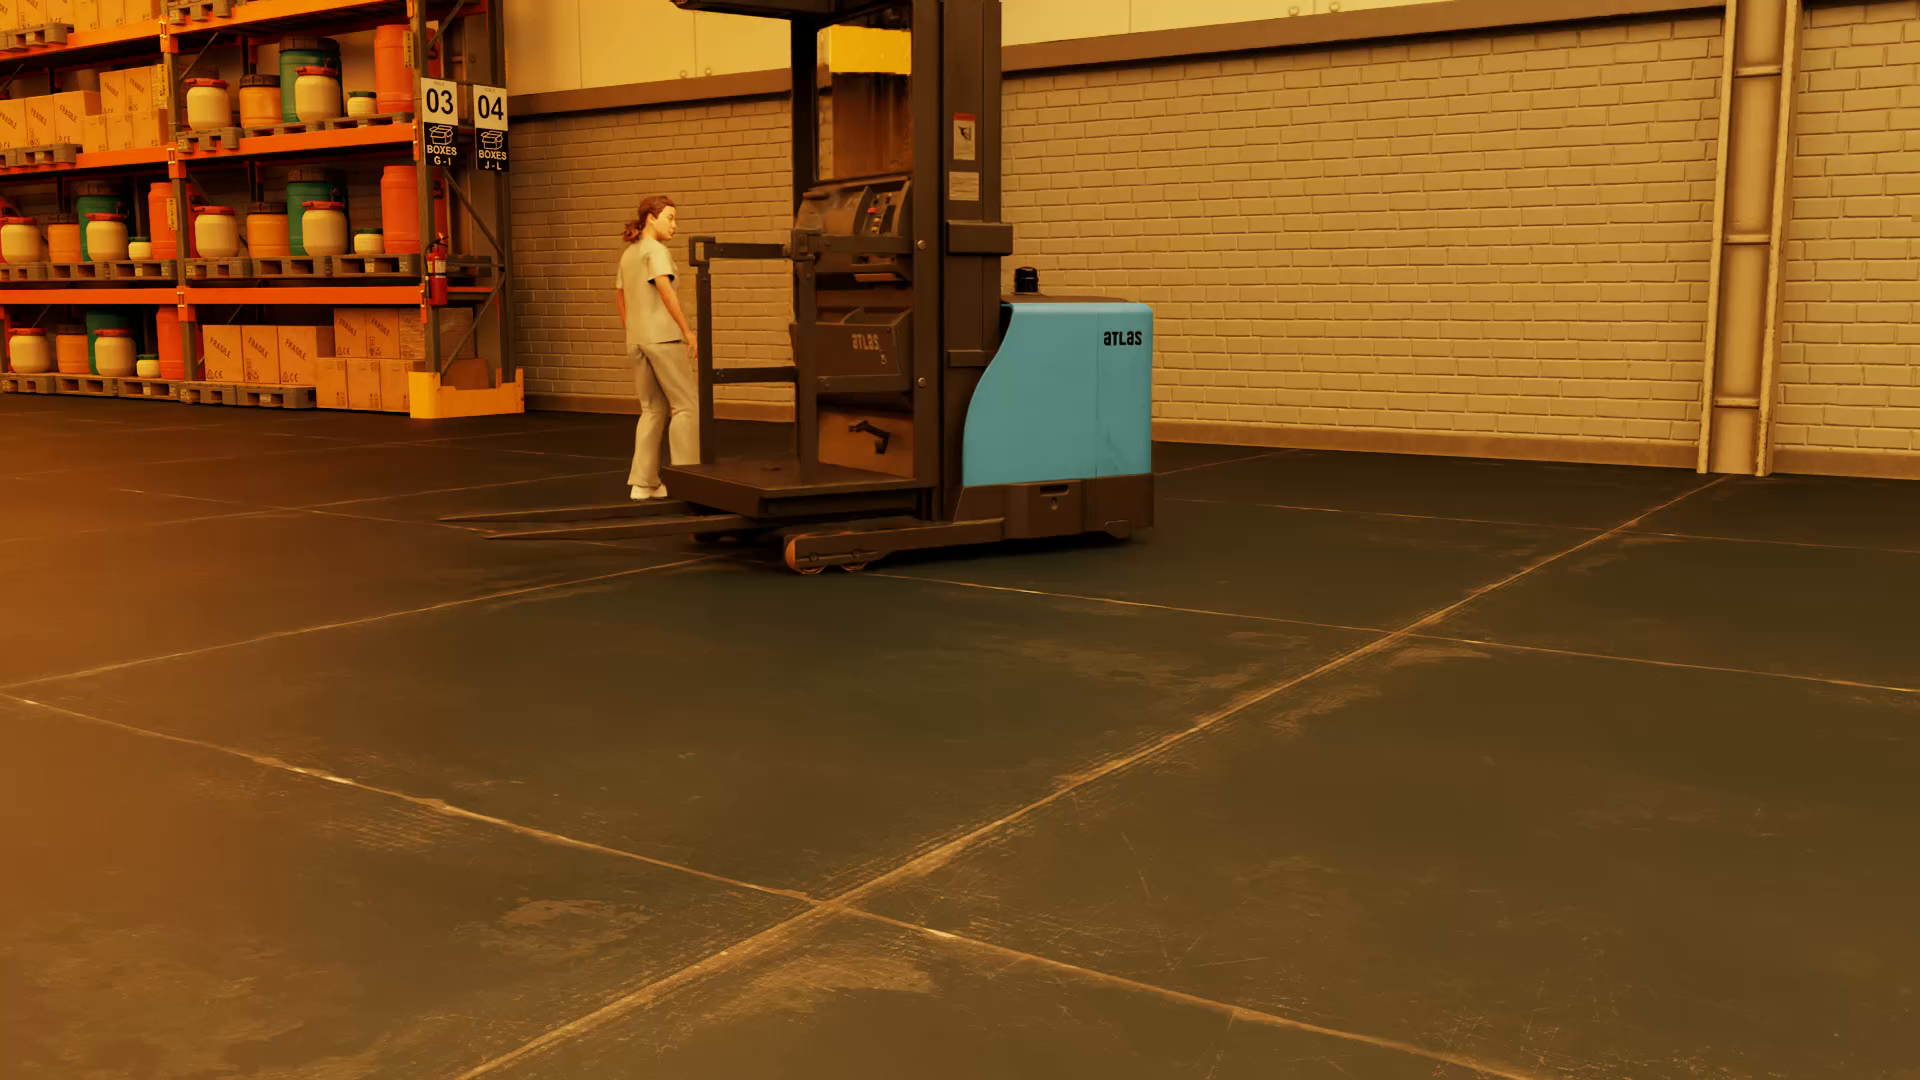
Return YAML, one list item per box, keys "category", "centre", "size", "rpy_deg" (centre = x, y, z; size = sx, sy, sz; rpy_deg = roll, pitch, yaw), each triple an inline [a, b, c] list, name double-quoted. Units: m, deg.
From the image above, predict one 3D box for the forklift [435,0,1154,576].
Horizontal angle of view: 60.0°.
- category: "forklift"
  centre: [-0.640, -1.393, 6.991]
  size: [3.031, 2.935, 1.130]
  rpy_deg: [-5, 10, -32]

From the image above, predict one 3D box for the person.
- category: "person"
  centre: [-1.617, -1.057, 9.159]
  size: [0.633, 1.657, 0.471]
  rpy_deg: [8, 11, 44]
